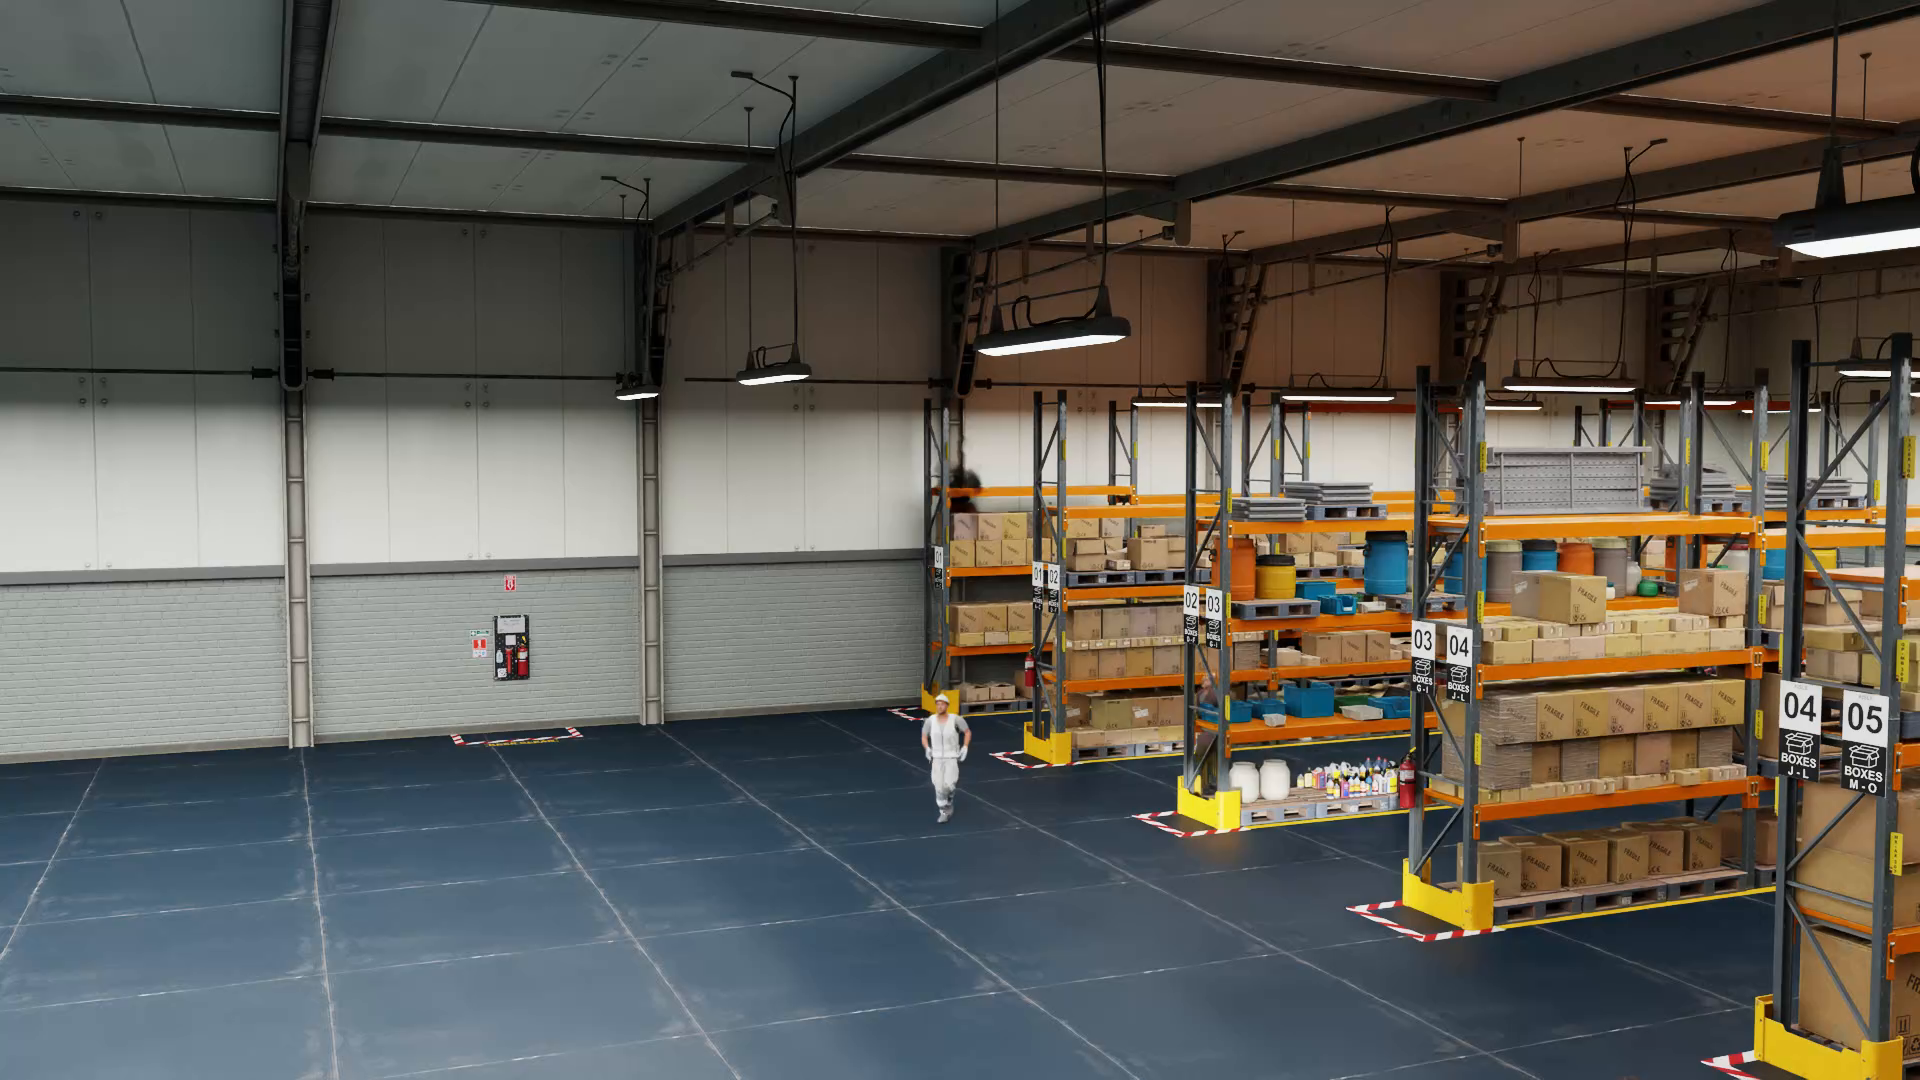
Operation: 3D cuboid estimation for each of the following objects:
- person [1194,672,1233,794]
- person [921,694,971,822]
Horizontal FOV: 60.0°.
[{"bbox_3d":[3.645,2.842,24.296,0.811,1.836,0.699,-2,4,-25],"label":"person"},{"bbox_3d":[-0.214,2.966,22.521,0.669,1.742,0.519,1,3,9],"label":"person"}]
